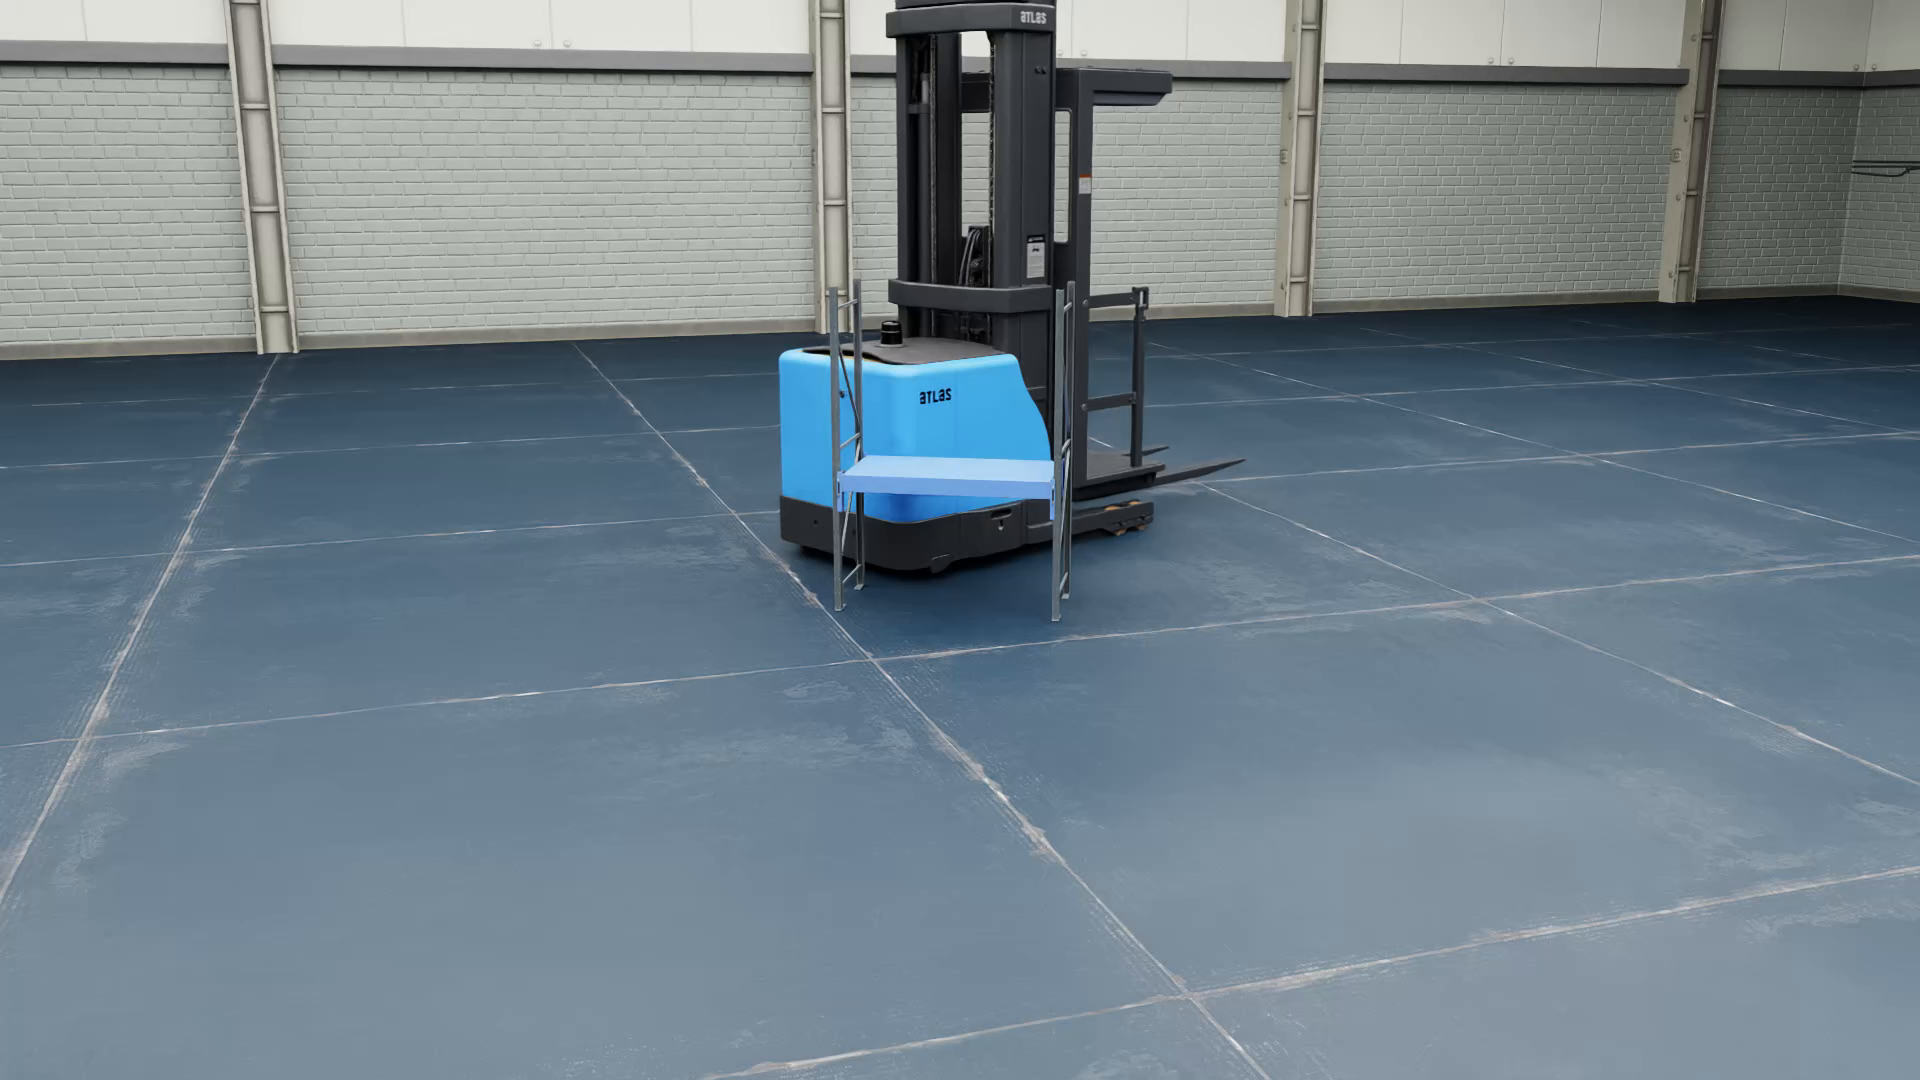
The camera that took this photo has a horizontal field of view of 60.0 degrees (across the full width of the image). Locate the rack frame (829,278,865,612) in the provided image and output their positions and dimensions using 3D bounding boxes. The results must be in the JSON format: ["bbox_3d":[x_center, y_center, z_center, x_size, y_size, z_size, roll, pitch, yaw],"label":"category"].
[{"bbox_3d":[-0.526,-0.453,7.807,0.032,1.500,0.500,2,14,10],"label":"rack frame"}]

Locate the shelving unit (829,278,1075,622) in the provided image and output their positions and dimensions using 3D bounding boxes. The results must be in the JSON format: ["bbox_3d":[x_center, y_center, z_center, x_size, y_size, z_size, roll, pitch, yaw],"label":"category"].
[{"bbox_3d":[-0.025,-0.433,7.722,1.048,1.500,0.538,2,14,10],"label":"shelving unit"}]

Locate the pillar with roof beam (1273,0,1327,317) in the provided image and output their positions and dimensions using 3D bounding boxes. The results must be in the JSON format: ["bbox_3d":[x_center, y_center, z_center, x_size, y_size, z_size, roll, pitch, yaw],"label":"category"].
[{"bbox_3d":[5.604,-6.293,16.153,0.400,9.000,9.100,-4,14,-18],"label":"pillar with roof beam"}]

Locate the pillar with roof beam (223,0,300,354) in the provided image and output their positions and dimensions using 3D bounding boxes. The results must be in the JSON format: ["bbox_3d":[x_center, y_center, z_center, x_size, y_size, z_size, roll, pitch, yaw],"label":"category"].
[{"bbox_3d":[-5.770,-5.407,12.430,0.400,9.000,9.100,-4,14,-18],"label":"pillar with roof beam"}]

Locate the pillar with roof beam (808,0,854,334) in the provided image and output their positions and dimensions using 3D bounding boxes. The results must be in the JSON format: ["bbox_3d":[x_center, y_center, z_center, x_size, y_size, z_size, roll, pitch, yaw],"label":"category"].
[{"bbox_3d":[-0.083,-5.850,14.292,0.400,9.000,9.100,-4,14,-18],"label":"pillar with roof beam"}]

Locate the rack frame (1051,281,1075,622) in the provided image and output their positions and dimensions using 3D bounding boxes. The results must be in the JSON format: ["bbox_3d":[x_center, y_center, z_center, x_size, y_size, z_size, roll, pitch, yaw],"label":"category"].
[{"bbox_3d":[0.475,-0.413,7.637,0.032,1.500,0.500,2,14,10],"label":"rack frame"}]

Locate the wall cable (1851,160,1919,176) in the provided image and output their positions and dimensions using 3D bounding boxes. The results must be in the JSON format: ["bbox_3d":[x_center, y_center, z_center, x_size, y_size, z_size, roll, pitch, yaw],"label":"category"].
[{"bbox_3d":[13.131,-6.097,22.039,0.112,2.526,3.097,-4,14,-18],"label":"wall cable"}]

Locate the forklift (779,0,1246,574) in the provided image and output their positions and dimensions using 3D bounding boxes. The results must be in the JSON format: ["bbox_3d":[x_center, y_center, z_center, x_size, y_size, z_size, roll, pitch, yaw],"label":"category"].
[{"bbox_3d":[0.453,-1.526,9.224,3.031,2.935,1.130,-13,18,-42],"label":"forklift"}]

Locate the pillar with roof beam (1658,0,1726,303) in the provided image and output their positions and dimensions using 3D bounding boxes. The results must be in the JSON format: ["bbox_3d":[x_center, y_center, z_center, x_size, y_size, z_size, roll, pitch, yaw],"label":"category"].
[{"bbox_3d":[11.290,-6.736,18.015,0.400,9.000,9.100,-4,14,-18],"label":"pillar with roof beam"}]

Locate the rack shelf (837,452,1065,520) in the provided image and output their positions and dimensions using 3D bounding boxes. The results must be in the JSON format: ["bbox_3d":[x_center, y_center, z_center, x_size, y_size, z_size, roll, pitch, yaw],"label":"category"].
[{"bbox_3d":[-0.025,-0.258,7.764,1.000,0.185,0.538,2,14,10],"label":"rack shelf"}]
